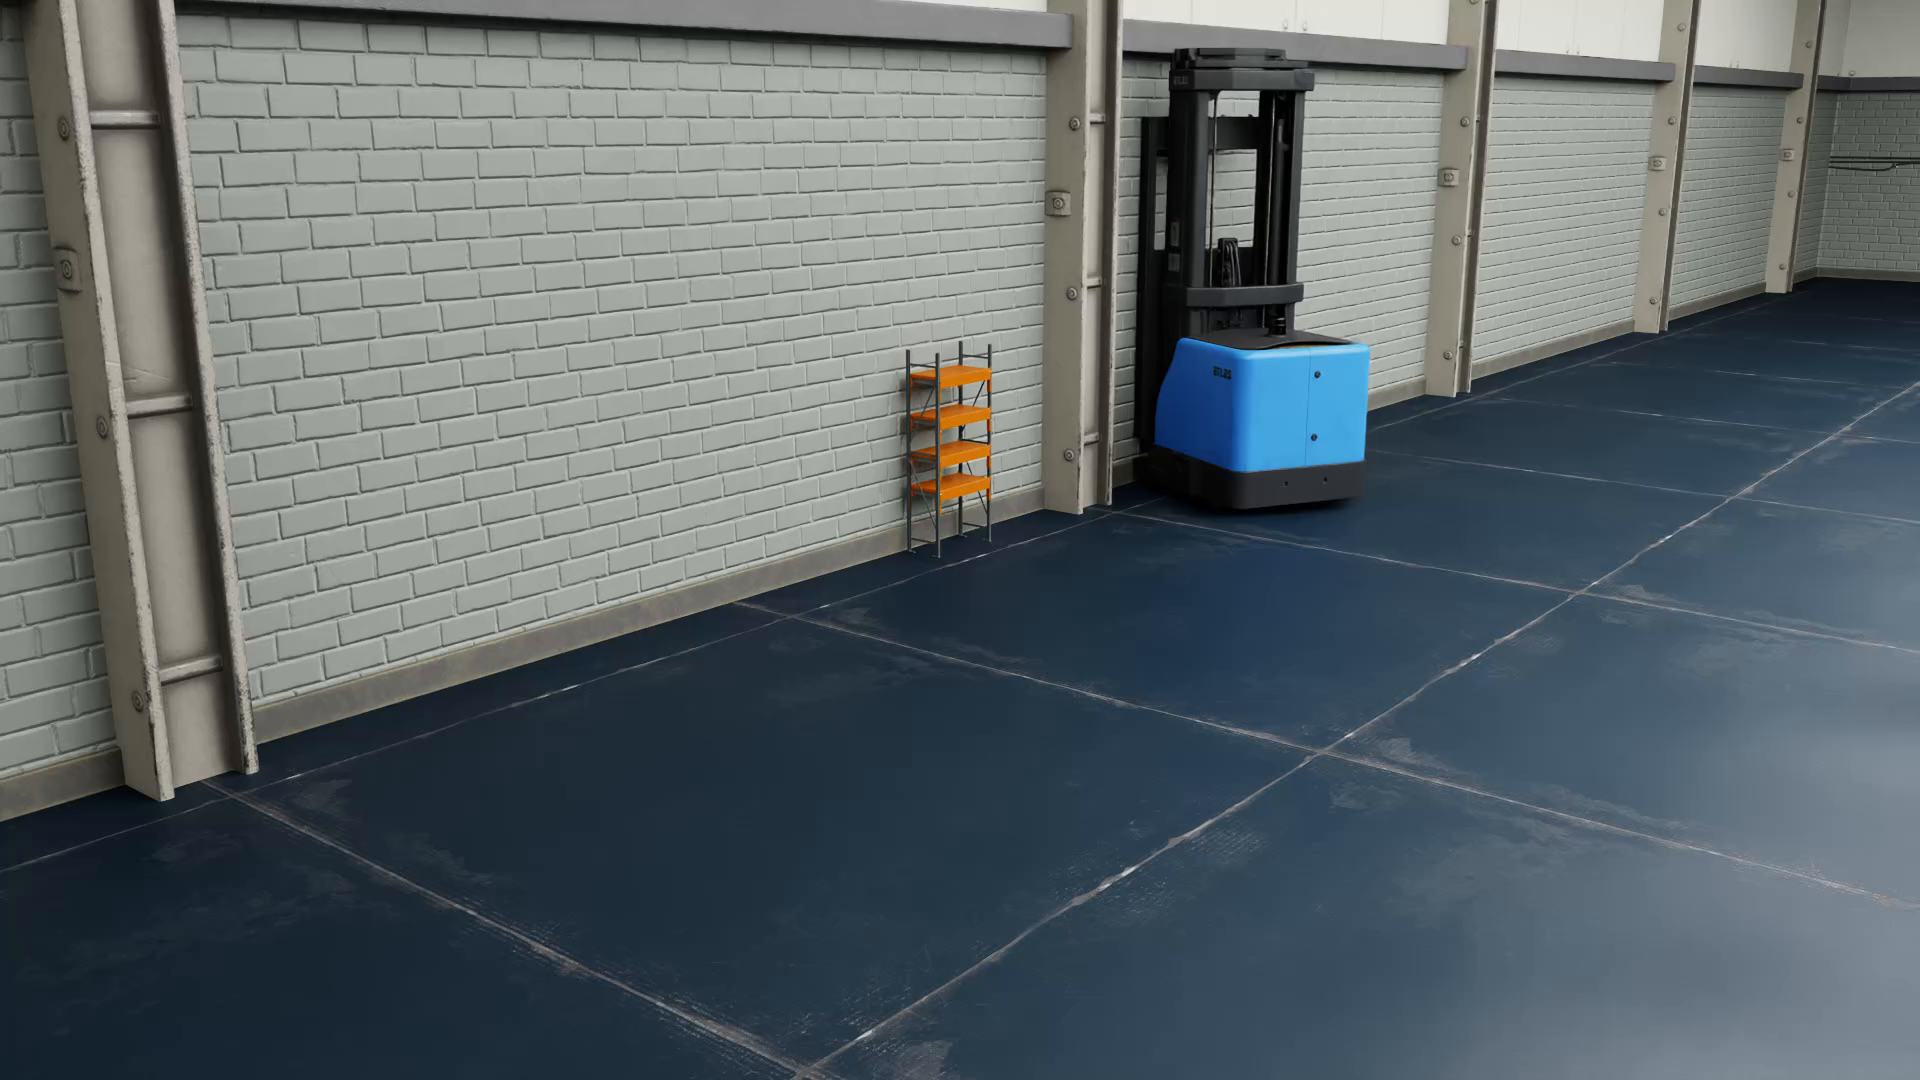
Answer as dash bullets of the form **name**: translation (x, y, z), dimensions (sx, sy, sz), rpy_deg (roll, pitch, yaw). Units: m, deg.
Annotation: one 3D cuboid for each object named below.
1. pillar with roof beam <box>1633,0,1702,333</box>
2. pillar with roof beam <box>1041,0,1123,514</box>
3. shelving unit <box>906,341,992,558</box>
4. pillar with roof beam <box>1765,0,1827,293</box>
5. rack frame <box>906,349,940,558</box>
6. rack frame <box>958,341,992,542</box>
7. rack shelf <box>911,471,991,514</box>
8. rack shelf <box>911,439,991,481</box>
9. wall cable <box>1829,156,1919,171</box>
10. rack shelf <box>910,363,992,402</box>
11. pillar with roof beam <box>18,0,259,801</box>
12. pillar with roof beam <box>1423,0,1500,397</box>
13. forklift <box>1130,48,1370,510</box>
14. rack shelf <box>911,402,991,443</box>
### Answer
- **pillar with roof beam**: translation (11.661, -6.220, 16.331), dimensions (9.100, 9.000, 0.400), rpy_deg (11, 18, 38)
- **pillar with roof beam**: translation (4.119, -3.922, 7.284), dimensions (9.100, 9.000, 0.400), rpy_deg (11, 18, 38)
- **shelving unit**: translation (-0.062, -0.542, 9.819), dimensions (0.258, 1.200, 0.503), rpy_deg (11, 18, 37)
- **pillar with roof beam**: translation (15.432, -7.369, 20.854), dimensions (9.100, 9.000, 0.400), rpy_deg (11, 18, 38)
- **rack frame**: translation (-0.214, -0.495, 9.634), dimensions (0.240, 1.200, 0.015), rpy_deg (11, 18, 37)
- **rack frame**: translation (0.089, -0.589, 10.004), dimensions (0.240, 1.200, 0.015), rpy_deg (11, 18, 37)
- **rack shelf**: translation (-0.062, -0.285, 9.885), dimensions (0.258, 0.148, 0.480), rpy_deg (11, 18, 37)
- **rack shelf**: translation (-0.062, -0.477, 9.836), dimensions (0.258, 0.148, 0.480), rpy_deg (11, 18, 37)
- **wall cable**: translation (14.964, -6.890, 25.274), dimensions (3.097, 2.526, 0.112), rpy_deg (11, 18, 38)
- **rack shelf**: translation (-0.062, -0.923, 9.722), dimensions (0.258, 0.148, 0.480), rpy_deg (11, 18, 37)
- **pillar with roof beam**: translation (0.348, -2.773, 2.761), dimensions (9.100, 9.000, 0.400), rpy_deg (11, 18, 38)
- **pillar with roof beam**: translation (7.890, -5.071, 11.807), dimensions (9.100, 9.000, 0.400), rpy_deg (11, 18, 38)
- **forklift**: translation (1.633, -1.934, 11.784), dimensions (1.130, 2.935, 3.031), rpy_deg (-6, 15, -22)
- **rack shelf**: translation (-0.062, -0.694, 9.781), dimensions (0.258, 0.148, 0.480), rpy_deg (11, 18, 37)
